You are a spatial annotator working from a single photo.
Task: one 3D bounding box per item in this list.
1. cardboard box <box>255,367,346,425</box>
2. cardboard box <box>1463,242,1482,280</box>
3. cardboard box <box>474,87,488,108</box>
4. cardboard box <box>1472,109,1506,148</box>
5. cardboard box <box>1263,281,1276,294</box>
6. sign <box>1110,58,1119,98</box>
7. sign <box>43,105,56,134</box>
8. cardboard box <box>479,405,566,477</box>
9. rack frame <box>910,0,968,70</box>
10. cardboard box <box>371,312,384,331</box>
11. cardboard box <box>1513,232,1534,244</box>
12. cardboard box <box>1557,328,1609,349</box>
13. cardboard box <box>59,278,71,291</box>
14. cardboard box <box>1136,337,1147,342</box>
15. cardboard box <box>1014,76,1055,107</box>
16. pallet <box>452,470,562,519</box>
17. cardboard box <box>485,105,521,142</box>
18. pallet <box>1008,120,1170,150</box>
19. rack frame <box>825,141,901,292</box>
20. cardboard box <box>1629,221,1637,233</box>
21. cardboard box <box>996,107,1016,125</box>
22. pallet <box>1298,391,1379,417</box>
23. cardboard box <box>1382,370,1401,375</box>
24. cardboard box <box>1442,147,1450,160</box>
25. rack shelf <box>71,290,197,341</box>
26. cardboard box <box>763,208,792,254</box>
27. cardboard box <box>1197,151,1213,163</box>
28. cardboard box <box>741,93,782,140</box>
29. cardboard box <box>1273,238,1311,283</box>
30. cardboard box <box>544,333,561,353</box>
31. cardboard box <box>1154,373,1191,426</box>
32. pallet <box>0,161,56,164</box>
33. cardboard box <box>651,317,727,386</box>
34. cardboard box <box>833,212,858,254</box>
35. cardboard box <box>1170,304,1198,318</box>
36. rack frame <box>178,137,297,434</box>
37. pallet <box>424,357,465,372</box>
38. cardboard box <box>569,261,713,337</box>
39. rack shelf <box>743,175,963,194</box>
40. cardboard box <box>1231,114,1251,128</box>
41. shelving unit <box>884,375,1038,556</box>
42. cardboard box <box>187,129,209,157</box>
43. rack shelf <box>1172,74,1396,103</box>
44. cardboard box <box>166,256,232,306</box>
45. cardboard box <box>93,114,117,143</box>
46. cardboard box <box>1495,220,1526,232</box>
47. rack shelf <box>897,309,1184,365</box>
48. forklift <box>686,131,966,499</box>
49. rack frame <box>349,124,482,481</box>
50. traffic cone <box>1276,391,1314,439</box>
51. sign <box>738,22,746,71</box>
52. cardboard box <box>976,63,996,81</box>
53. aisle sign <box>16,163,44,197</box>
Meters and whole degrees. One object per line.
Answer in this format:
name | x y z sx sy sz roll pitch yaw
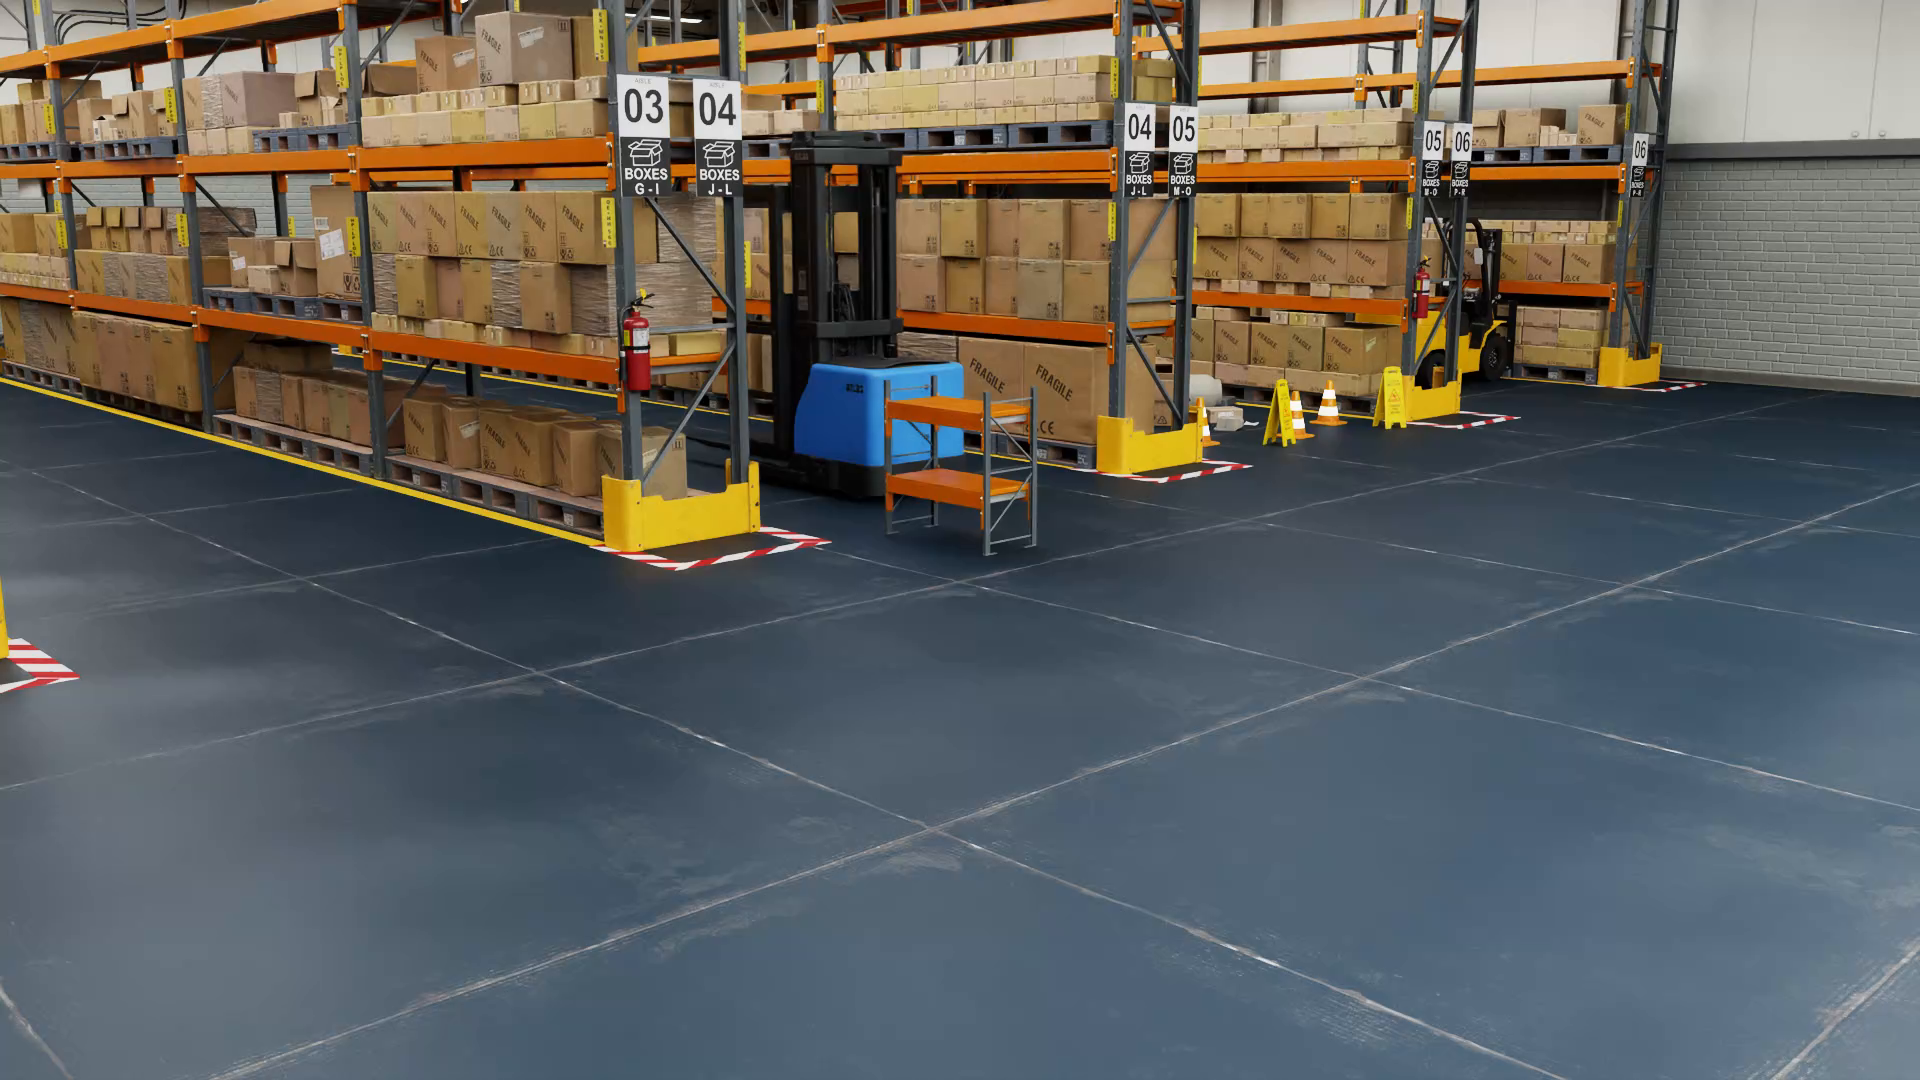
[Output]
cardboard box | -6.590 -1.459 16.664 0.500 0.500 0.700 10 15 40
cardboard box | 7.230 -3.855 22.943 0.500 0.500 0.500 -11 16 -42
cardboard box | -3.401 -3.300 12.444 0.250 0.149 0.380 11 16 42
cardboard box | 7.327 -5.607 22.714 0.797 0.503 0.637 -10 15 -41
cardboard box | 3.779 -2.983 19.579 0.380 0.149 0.250 -11 16 -43
sign | 1.321 -3.941 14.176 0.100 0.325 0.005 -11 16 -43
sign | -10.622 -4.909 19.396 0.100 0.325 0.005 -11 16 -43
cardboard box | -3.563 -0.813 13.580 0.500 0.500 0.500 10 15 40
rack frame | -0.292 -6.961 23.399 1.000 3.000 0.127 -11 16 -43
cardboard box | -4.766 -1.862 14.138 0.380 0.149 0.250 -11 16 -43
cardboard box | 7.664 -4.076 22.404 0.250 0.149 0.380 11 16 43
cardboard box | 8.258 -2.679 22.015 0.500 0.250 0.500 -11 16 -43
cardboard box | -10.669 -3.102 20.155 0.380 0.149 0.250 -11 16 -42
cardboard box | 2.107 -2.434 21.763 0.950 0.372 0.625 -11 16 -42
cardboard box | 0.838 -4.053 15.060 0.500 0.250 0.500 -11 16 -42
pallet | -3.361 -0.421 13.433 1.003 0.211 1.213 -11 16 -43
cardboard box | -3.146 -3.054 12.237 0.500 0.250 0.500 -10 16 -41
pallet | 1.203 -3.683 15.142 1.003 0.211 1.213 -11 16 -43
rack frame | -1.040 -2.735 17.751 1.000 3.000 0.127 -11 16 -43
cardboard box | 8.743 -4.139 21.974 0.380 0.149 0.250 -11 16 -44
cardboard box | 0.545 -3.901 15.315 0.380 0.149 0.250 -11 16 -43
pallet | 4.645 -1.624 19.272 1.003 0.211 1.213 -11 16 -43
cardboard box | 4.876 -1.871 19.331 0.500 0.250 0.500 -11 16 -43
cardboard box | 5.239 -4.295 18.515 0.380 0.149 0.250 -11 16 -42
rack shelf | -8.840 -2.582 18.791 1.077 0.370 4.000 -11 16 -43
cardboard box | -1.743 -3.420 18.351 0.700 0.500 0.500 -11 16 -43
cardboard box | 3.044 -4.597 19.978 0.380 0.149 0.250 -10 15 -41
cardboard box | -2.399 -4.876 19.177 0.500 0.500 0.500 -11 16 -43
cardboard box | 3.974 -3.238 19.210 0.500 0.500 0.500 -11 16 -43
cardboard box | -2.824 -1.469 12.229 0.380 0.149 0.250 -11 16 -43
cardboard box | 2.189 -1.536 18.121 0.637 0.503 0.797 1 12 6
pallet | -12.464 -5.128 22.156 1.003 0.211 1.213 -11 16 -43
cardboard box | -3.446 -2.321 20.277 1.050 0.750 0.750 -11 16 -43
cardboard box | -0.810 -3.278 17.342 0.875 0.550 0.550 -11 16 -43
cardboard box | 2.726 -2.833 20.535 0.380 0.149 0.250 -11 16 -42
rack frame | -7.459 -2.642 17.301 1.000 3.000 0.127 -11 16 -43
pallet | -7.054 -2.630 24.151 1.003 0.211 1.213 -11 16 -43
cardboard box | -2.294 -1.753 12.002 0.875 0.500 0.500 -11 16 -43
rack shelf | -1.673 -5.432 25.191 1.077 0.370 4.000 -11 16 -43
cardboard box | 3.391 -4.902 19.484 0.380 0.149 0.250 -11 16 -43
shelving unit | -0.005 -0.552 11.803 0.538 1.125 1.048 -11 16 -43
cardboard box | -7.318 -3.934 16.509 0.500 0.250 0.500 -11 16 -42
rack shelf | 4.677 -6.813 25.455 1.077 0.370 4.000 -11 16 -43
cardboard box | -7.979 -2.728 17.473 0.500 0.500 0.500 -10 15 -41
cardboard box | -9.529 -4.684 18.961 0.500 0.311 0.500 11 16 43
cardboard box | 7.467 -4.255 22.539 0.380 0.149 0.250 -10 16 -41
rack shelf | 0.342 -2.090 16.407 1.077 0.370 4.000 -11 16 -43
forklift | -1.310 -2.001 14.360 1.130 2.935 3.031 -10 15 -41
rack frame | -4.697 -2.058 14.468 1.000 3.000 0.127 -11 16 -43
traffic cone | 3.435 -1.292 17.034 0.336 0.463 0.334 -11 16 -43
sign | -1.542 -3.447 11.611 0.100 0.325 0.005 -11 16 -43
cardboard box | 0.367 -4.330 15.417 0.380 0.149 0.250 -11 16 -43
aisle sign | -12.816 -5.135 22.960 0.394 0.787 0.004 -11 16 -43
